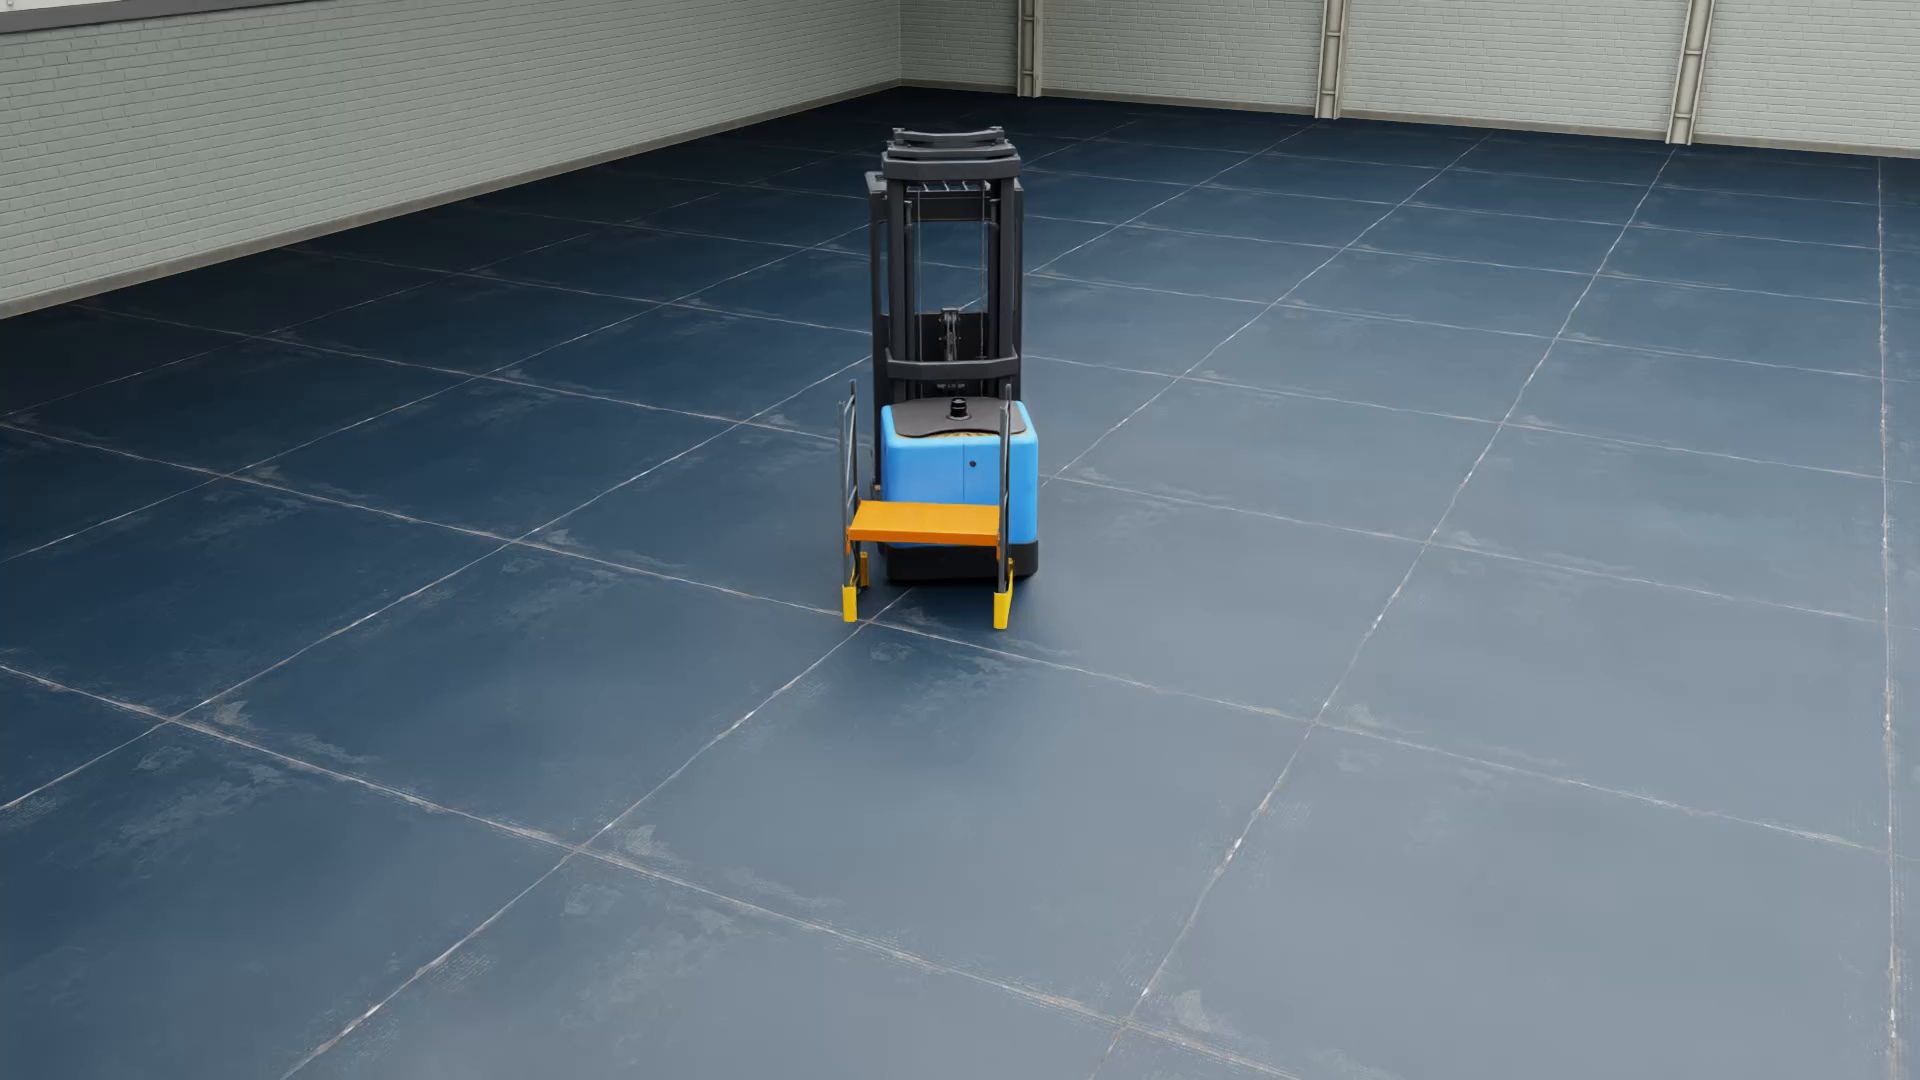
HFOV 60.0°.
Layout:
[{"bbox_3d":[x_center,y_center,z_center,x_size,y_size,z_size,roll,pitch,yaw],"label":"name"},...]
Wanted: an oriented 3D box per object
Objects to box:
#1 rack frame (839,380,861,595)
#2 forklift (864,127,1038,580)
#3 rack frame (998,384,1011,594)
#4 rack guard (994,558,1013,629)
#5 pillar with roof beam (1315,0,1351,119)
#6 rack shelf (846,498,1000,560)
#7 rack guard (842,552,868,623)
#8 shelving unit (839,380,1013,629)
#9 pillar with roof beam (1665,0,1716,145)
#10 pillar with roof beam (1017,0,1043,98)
[{"bbox_3d":[-0.721,-0.262,10.949,0.032,1.500,0.500,2,23,5],"label":"rack frame"},{"bbox_3d":[-0.122,-1.611,12.294,1.130,2.935,3.031,-2,23,-5],"label":"forklift"},{"bbox_3d":[0.290,-0.223,10.857,0.032,1.500,0.500,2,23,5],"label":"rack frame"},{"bbox_3d":[0.289,0.353,11.101,0.087,0.250,0.587,2,23,5],"label":"rack guard"},{"bbox_3d":[4.785,-10.374,25.145,0.400,9.000,9.100,11,25,25],"label":"pillar with roof beam"},{"bbox_3d":[-0.216,-0.077,10.973,1.000,0.185,0.538,2,23,5],"label":"rack shelf"},{"bbox_3d":[-0.702,0.314,11.191,0.087,0.250,0.587,2,23,5],"label":"rack guard"},{"bbox_3d":[-0.207,-0.242,10.902,1.083,1.500,0.587,2,23,5],"label":"shelving unit"},{"bbox_3d":[10.140,-9.314,22.654,0.400,9.000,9.100,11,25,25],"label":"pillar with roof beam"},{"bbox_3d":[-0.569,-11.433,27.636,0.400,9.000,9.100,11,25,25],"label":"pillar with roof beam"}]
